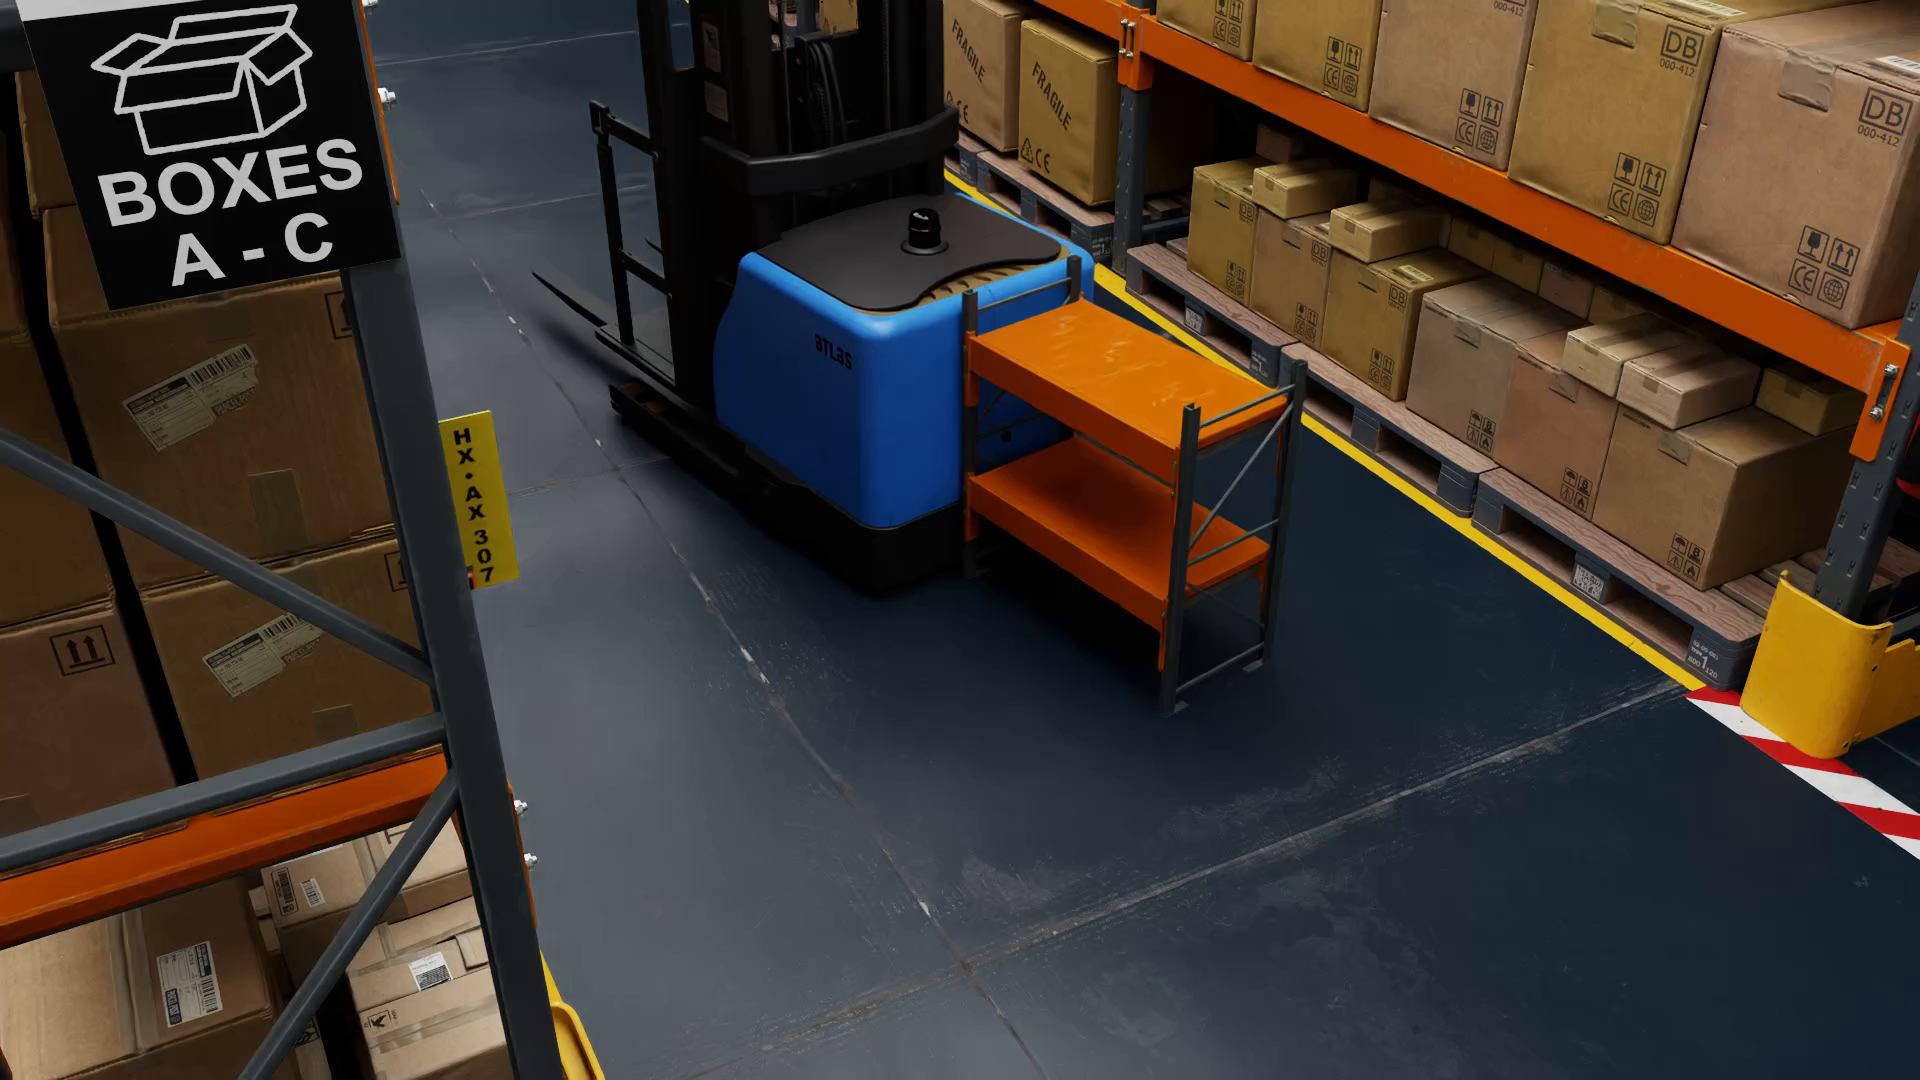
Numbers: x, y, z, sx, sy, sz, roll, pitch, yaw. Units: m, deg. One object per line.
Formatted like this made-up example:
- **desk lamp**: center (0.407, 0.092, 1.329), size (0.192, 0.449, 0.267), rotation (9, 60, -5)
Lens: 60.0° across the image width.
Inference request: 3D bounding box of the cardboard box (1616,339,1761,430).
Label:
- **cardboard box**: center (2.461, -0.529, 5.621), size (0.380, 0.149, 0.250), rotation (-16, 36, -24)

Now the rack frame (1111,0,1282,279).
- **rack frame**: center (1.232, -2.716, 7.709), size (1.000, 3.000, 0.127), rotation (-16, 36, -23)

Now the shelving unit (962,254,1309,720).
- **shelving unit**: center (0.528, -0.200, 5.520), size (0.538, 1.125, 1.048), rotation (-23, 39, -32)

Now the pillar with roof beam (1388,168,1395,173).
- **pillar with roof beam**: center (-1.485, -4.043, 4.218), size (9.100, 9.000, 0.400), rotation (-16, 36, -23)

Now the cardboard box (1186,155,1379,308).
- **cardboard box**: center (1.490, -1.458, 7.672), size (0.700, 0.500, 0.500), rotation (-15, 36, -23)

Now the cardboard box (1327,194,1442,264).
- **cardboard box**: center (1.731, -1.272, 6.782), size (0.380, 0.149, 0.250), rotation (-17, 36, -24)

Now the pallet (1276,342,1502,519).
- **pallet**: center (2.090, -0.576, 6.954), size (1.003, 0.211, 1.213), rotation (-16, 36, -23)

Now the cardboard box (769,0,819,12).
- **cardboard box**: center (-1.015, -4.088, 11.760), size (0.700, 0.500, 0.500), rotation (-15, 36, -22)

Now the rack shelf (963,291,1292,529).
- **rack shelf**: center (0.528, -0.447, 5.362), size (0.538, 0.278, 1.000), rotation (-23, 39, -32)

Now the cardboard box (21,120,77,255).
- **cardboard box**: center (-1.508, -0.548, 3.305), size (0.500, 0.500, 0.500), rotation (-15, 36, -23)

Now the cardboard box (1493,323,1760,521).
- **cardboard box**: center (2.448, -0.479, 6.145), size (0.700, 0.500, 0.500), rotation (-16, 36, -23)

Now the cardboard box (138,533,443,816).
- **cardboard box**: center (-1.258, 0.120, 3.189), size (0.500, 0.500, 0.500), rotation (-15, 36, -22)

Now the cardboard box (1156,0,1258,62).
- **cardboard box**: center (1.470, -2.579, 7.217), size (0.980, 0.700, 0.700), rotation (-15, 36, -22)

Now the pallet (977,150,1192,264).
- **pallet**: center (0.805, -1.891, 9.006), size (1.003, 0.211, 1.213), rotation (-16, 36, -23)

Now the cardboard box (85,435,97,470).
- **cardboard box**: center (-1.979, 0.007, 3.366), size (0.500, 0.500, 0.500), rotation (-16, 36, -23)

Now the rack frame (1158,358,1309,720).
- **rack frame**: center (0.844, 0.014, 5.185), size (0.500, 1.125, 0.032), rotation (-23, 39, -32)

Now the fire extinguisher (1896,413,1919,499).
- **fire extinguisher**: center (2.759, -0.429, 4.557), size (0.296, 0.674, 0.183), rotation (-16, 36, -23)

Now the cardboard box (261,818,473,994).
- **cardboard box**: center (-1.520, 0.844, 4.293), size (0.500, 0.250, 0.500), rotation (-16, 36, -23)

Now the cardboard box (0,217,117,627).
- **cardboard box**: center (-1.735, -0.166, 2.708), size (0.500, 0.500, 0.500), rotation (-16, 36, -24)

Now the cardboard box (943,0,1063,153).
- **cardboard box**: center (0.396, -2.689, 9.269), size (0.750, 0.750, 0.750), rotation (-15, 35, -22)

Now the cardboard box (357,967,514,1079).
- **cardboard box**: center (-1.175, 1.170, 3.879), size (0.380, 0.149, 0.250), rotation (-16, 36, -23)

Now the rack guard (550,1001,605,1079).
- **rack guard**: center (-1.319, 1.457, 3.513), size (1.175, 0.500, 0.348), rotation (-16, 36, -23)

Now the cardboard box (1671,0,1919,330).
- **cardboard box**: center (2.850, -1.174, 5.024), size (0.980, 0.700, 0.700), rotation (-14, 35, -21)

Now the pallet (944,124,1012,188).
- **pallet**: center (0.232, -2.474, 9.916), size (1.003, 0.211, 1.213), rotation (-16, 36, -23)

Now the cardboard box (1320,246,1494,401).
- **cardboard box**: center (1.958, -0.972, 6.914), size (0.700, 0.500, 0.500), rotation (-15, 36, -22)

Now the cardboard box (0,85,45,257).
- **cardboard box**: center (-2.217, -0.653, 3.469), size (0.500, 0.500, 0.500), rotation (-15, 36, -22)

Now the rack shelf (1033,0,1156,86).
- **rack shelf**: center (0.299, -3.368, 9.393), size (1.077, 0.370, 4.000), rotation (-16, 36, -23)

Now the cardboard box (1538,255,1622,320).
- **cardboard box**: center (2.444, -0.986, 6.336), size (0.380, 0.149, 0.250), rotation (-15, 36, -22)

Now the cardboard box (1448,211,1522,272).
- **cardboard box**: center (2.207, -1.230, 6.715), size (0.380, 0.149, 0.250), rotation (-17, 36, -24)

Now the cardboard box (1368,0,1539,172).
- **cardboard box**: center (2.153, -1.885, 6.133), size (0.980, 0.700, 0.700), rotation (-18, 37, -25)

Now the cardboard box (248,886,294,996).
- **cardboard box**: center (-1.865, 1.035, 4.073), size (0.380, 0.166, 0.250), rotation (-16, 36, -23)

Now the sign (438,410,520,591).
- **sign**: center (-0.804, -0.060, 2.761), size (0.100, 0.325, 0.005), rotation (-16, 36, -23)

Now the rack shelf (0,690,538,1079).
- **rack shelf**: center (-2.217, -0.211, 4.465), size (1.077, 0.370, 4.000), rotation (-16, 36, -23)

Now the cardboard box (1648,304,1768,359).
- **cardboard box**: center (2.680, -0.746, 5.960), size (0.380, 0.149, 0.250), rotation (-16, 36, -23)

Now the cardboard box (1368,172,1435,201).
- **cardboard box**: center (1.968, -1.473, 7.096), size (0.380, 0.149, 0.250), rotation (-17, 36, -25)

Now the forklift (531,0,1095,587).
- **forklift**: center (-0.818, -1.799, 6.341), size (1.130, 2.935, 3.031), rotation (-23, 39, -32)

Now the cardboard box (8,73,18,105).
- **cardboard box**: center (-2.698, -1.144, 4.236), size (0.500, 0.500, 0.500), rotation (-17, 36, -24)
